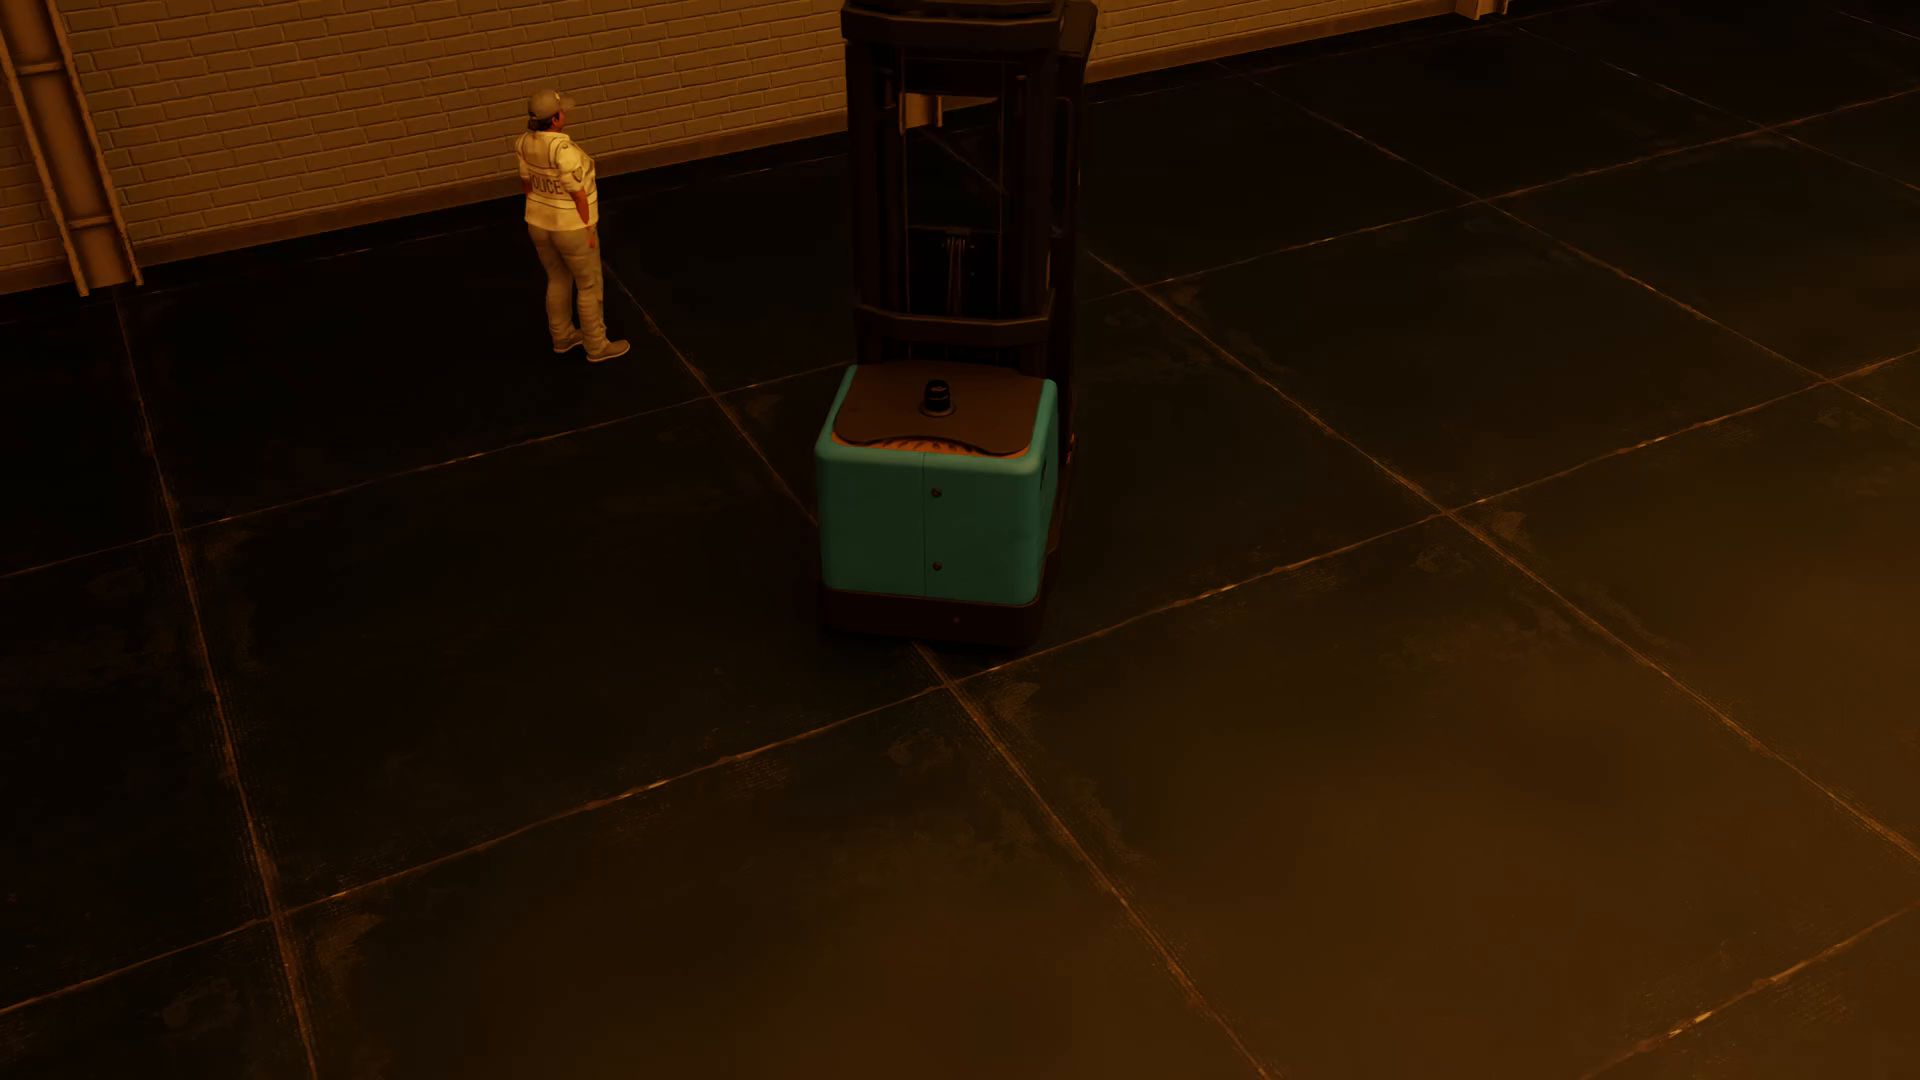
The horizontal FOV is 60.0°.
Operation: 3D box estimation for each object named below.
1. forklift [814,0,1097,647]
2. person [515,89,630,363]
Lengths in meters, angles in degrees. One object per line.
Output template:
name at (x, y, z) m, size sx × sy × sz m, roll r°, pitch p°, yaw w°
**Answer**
forklift at (0.059, -1.533, 8.292) m, size 1.130 × 2.935 × 3.031 m, roll 5°, pitch 36°, yaw 7°
person at (-2.328, -1.854, 9.849) m, size 0.487 × 1.668 × 0.395 m, roll 19°, pitch 40°, yaw 25°
